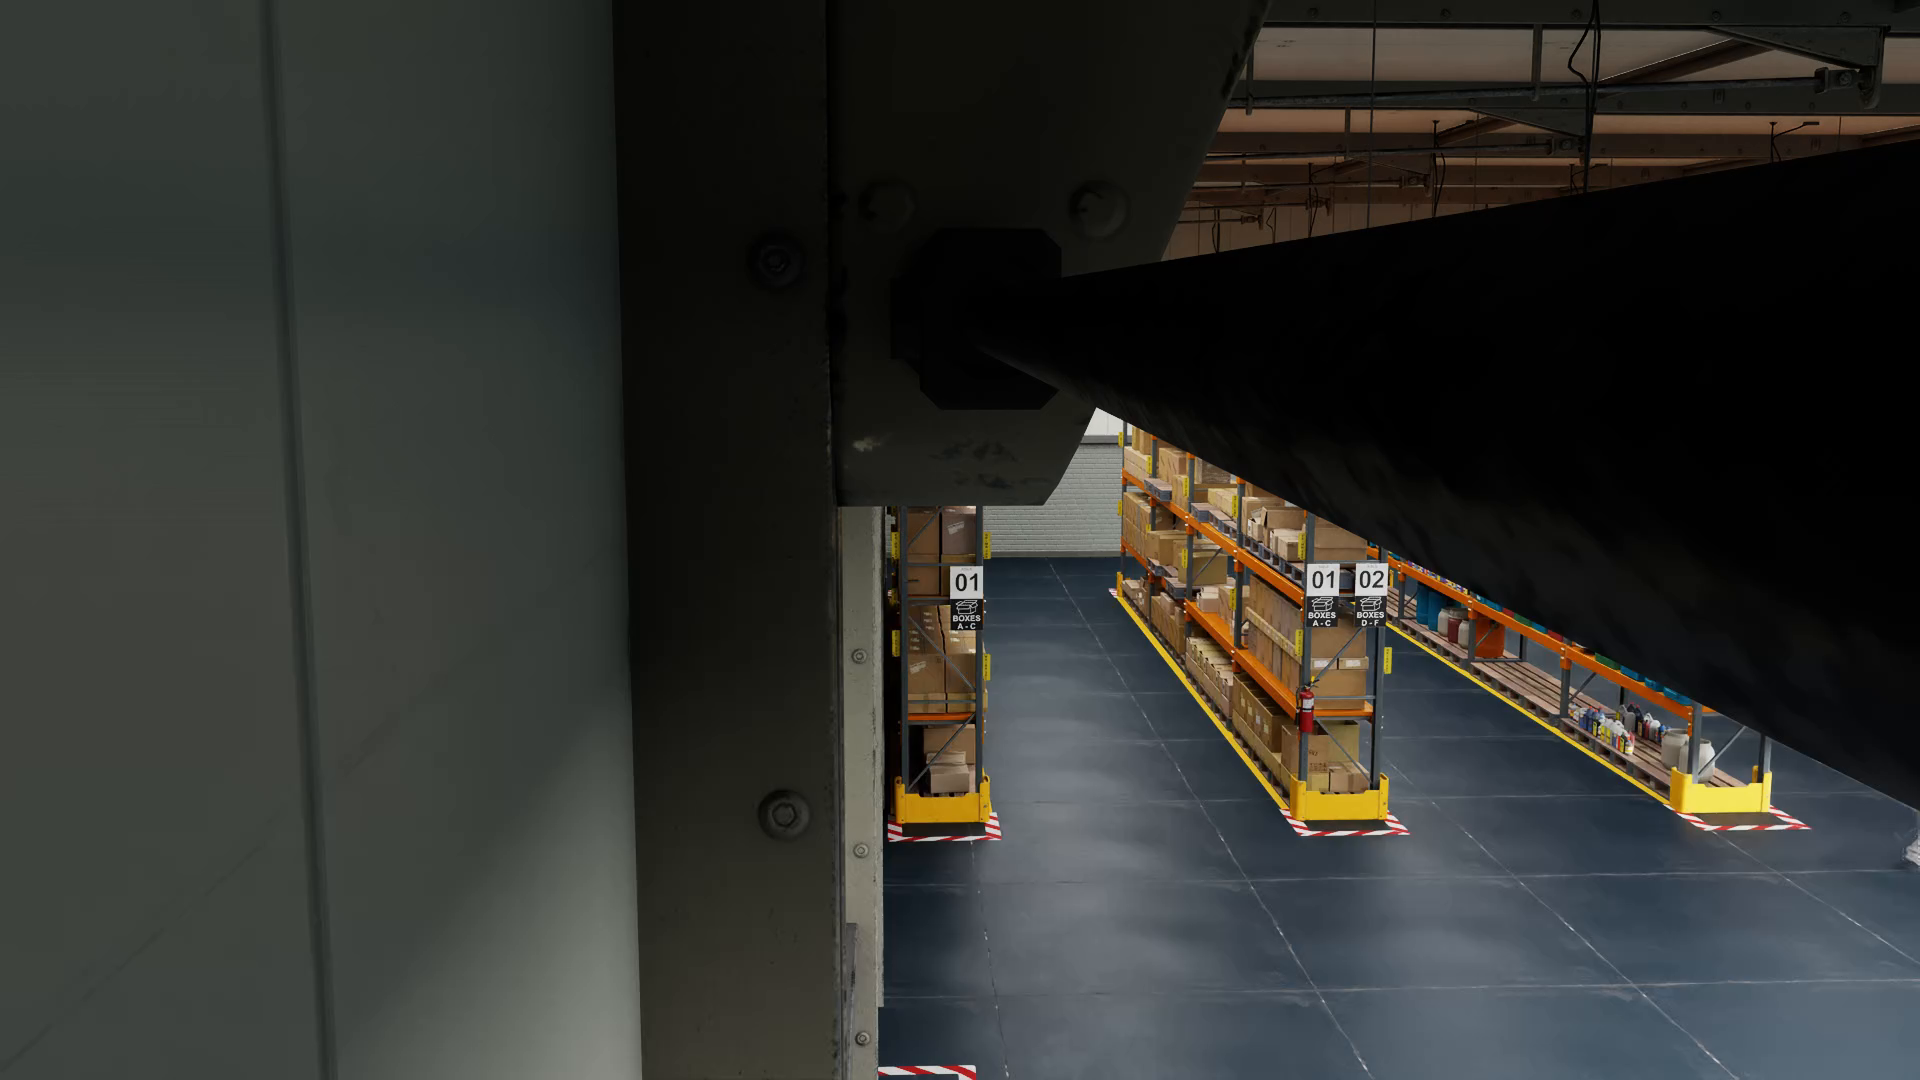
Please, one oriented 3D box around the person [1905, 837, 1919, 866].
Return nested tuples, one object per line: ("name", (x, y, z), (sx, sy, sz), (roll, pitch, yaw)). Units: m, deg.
("person", (11.130, 2.864, 18.561), (0.891, 1.814, 0.662), (5, 10, 34))
